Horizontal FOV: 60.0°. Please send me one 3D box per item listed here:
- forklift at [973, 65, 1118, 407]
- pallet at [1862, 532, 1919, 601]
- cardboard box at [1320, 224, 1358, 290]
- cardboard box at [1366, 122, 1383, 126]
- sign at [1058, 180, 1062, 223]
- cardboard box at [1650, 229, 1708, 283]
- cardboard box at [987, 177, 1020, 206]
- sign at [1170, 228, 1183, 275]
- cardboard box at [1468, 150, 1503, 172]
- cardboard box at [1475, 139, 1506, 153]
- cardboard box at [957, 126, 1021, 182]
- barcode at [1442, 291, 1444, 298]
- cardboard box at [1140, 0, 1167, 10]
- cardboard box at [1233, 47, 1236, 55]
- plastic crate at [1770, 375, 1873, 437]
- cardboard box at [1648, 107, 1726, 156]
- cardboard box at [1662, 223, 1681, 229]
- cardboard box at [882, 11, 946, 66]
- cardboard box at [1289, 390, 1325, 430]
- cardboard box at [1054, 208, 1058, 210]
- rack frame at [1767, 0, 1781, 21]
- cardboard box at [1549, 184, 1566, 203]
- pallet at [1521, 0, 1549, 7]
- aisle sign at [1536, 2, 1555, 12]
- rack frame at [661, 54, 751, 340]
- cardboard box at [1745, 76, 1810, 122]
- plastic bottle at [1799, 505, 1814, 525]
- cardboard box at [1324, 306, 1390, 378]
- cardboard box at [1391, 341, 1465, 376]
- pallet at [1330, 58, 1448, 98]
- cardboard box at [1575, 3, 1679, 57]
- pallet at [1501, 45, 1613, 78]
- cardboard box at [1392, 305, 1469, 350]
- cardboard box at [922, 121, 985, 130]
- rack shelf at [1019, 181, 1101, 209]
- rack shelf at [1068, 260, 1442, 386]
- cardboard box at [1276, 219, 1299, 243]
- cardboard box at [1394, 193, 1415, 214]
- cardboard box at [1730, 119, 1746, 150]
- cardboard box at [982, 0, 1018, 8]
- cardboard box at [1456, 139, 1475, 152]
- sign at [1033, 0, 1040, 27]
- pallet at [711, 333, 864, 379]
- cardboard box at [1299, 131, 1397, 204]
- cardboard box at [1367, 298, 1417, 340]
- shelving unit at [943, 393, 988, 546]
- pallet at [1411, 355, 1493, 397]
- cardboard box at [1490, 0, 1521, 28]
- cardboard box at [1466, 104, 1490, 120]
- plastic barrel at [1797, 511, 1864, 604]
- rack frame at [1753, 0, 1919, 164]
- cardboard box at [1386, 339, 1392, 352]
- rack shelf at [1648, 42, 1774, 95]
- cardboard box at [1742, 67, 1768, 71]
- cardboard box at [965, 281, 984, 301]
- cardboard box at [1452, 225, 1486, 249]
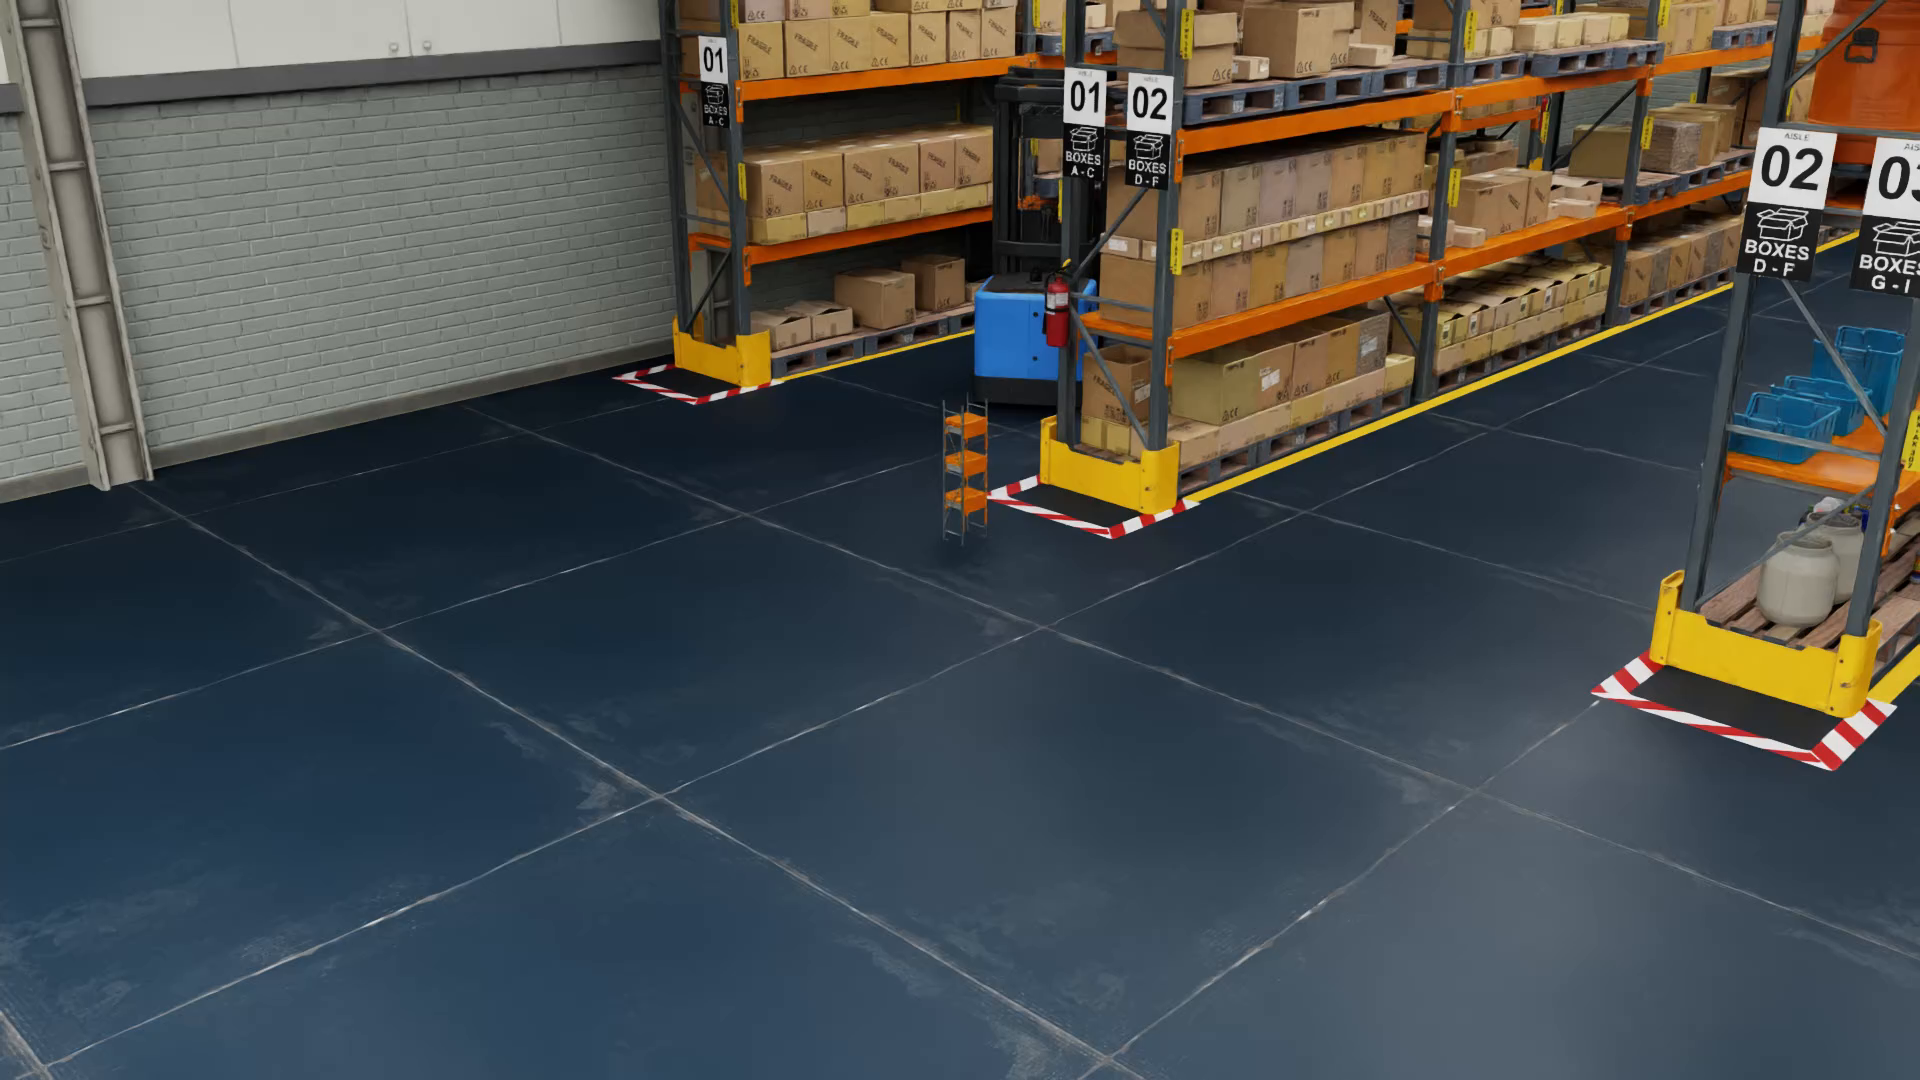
[{"bbox_3d":[0.897,-3.061,15.953,1.130,2.935,3.031,4,21,10],"label":"forklift"},{"bbox_3d":[6.154,0.213,11.225,1.003,0.211,1.213,19,28,41],"label":"pallet"},{"bbox_3d":[2.936,-2.472,14.186,0.500,0.500,0.700,-20,28,-41],"label":"cardboard box"},{"bbox_3d":[5.496,-5.981,22.873,0.500,0.500,0.500,20,28,41],"label":"cardboard box"},{"bbox_3d":[0.788,-2.568,12.632,0.100,0.325,0.005,19,28,41],"label":"sign"},{"bbox_3d":[8.345,-3.318,19.396,0.500,0.500,0.500,18,27,39],"label":"cardboard box"},{"bbox_3d":[0.292,-3.787,17.927,0.500,0.250,0.500,19,28,41],"label":"cardboard box"},{"bbox_3d":[1.560,-2.079,11.985,0.100,0.325,0.005,19,28,41],"label":"sign"},{"bbox_3d":[8.011,-5.825,25.948,0.700,0.500,0.500,19,28,40],"label":"cardboard box"},{"bbox_3d":[8.223,-6.112,25.791,0.250,0.149,0.380,-19,28,-41],"label":"cardboard box"},{"bbox_3d":[0.297,-4.135,17.789,0.500,0.500,0.500,19,28,41],"label":"cardboard box"},{"bbox_3d":[4.434,-2.254,15.291,0.001,0.075,0.075,19,28,41],"label":"barcode"},{"bbox_3d":[2.225,-6.221,19.726,0.637,0.503,0.797,-15,26,-35],"label":"cardboard box"},{"bbox_3d":[1.781,-3.731,12.850,0.500,0.250,0.500,19,28,41],"label":"cardboard box"},{"bbox_3d":[5.305,-0.837,10.278,0.499,0.251,0.408,19,28,41],"label":"plastic crate"},{"bbox_3d":[8.613,-4.847,19.779,0.500,0.500,0.700,-15,26,-34],"label":"cardboard box"},{"bbox_3d":[8.308,-3.571,20.056,0.500,0.500,0.500,20,29,41],"label":"cardboard box"},{"bbox_3d":[-0.491,-5.031,16.634,0.500,0.500,0.500,18,27,39],"label":"cardboard box"},{"bbox_3d":[2.748,-1.158,14.153,0.500,0.250,0.500,19,28,41],"label":"cardboard box"},{"bbox_3d":[1.212,-3.741,19.453,0.500,0.250,0.500,19,28,40],"label":"cardboard box"},{"bbox_3d":[9.538,-7.663,19.469,1.000,3.000,0.127,19,28,41],"label":"rack frame"},{"bbox_3d":[5.985,-3.611,17.414,0.500,0.311,0.500,19,28,40],"label":"cardboard box"},{"bbox_3d":[8.267,-8.295,25.418,1.003,0.211,1.213,19,28,41],"label":"pallet"},{"bbox_3d":[9.042,-8.287,25.830,0.394,0.787,0.004,19,28,41],"label":"aisle sign"},{"bbox_3d":[-2.385,-3.017,15.743,1.000,3.000,0.127,19,28,41],"label":"rack frame"},{"bbox_3d":[10.068,-5.427,20.479,0.500,0.500,0.500,-19,28,-41],"label":"cardboard box"},{"bbox_3d":[5.749,-0.091,11.304,0.133,0.283,0.061,-19,28,-41],"label":"plastic bottle"},{"bbox_3d":[3.433,-1.769,14.699,0.500,0.500,0.500,19,28,41],"label":"cardboard box"},{"bbox_3d":[4.416,-1.760,15.721,0.500,0.250,0.500,18,28,39],"label":"cardboard box"},{"bbox_3d":[3.381,-3.939,14.085,1.003,0.211,1.213,19,28,41],"label":"pallet"},{"bbox_3d":[7.028,-5.402,17.627,0.910,0.500,0.500,19,28,41],"label":"cardboard box"},{"bbox_3d":[5.560,-4.661,16.104,1.213,0.211,1.003,-19,28,-40],"label":"pallet"},{"bbox_3d":[4.424,-2.024,15.626,0.500,0.311,0.500,19,28,41],"label":"cardboard box"},{"bbox_3d":[-0.072,-4.266,18.128,0.500,0.500,0.500,18,28,39],"label":"cardboard box"},{"bbox_3d":[1.801,-4.223,19.884,1.077,0.370,4.000,19,28,41],"label":"rack shelf"},{"bbox_3d":[2.562,-1.956,13.986,1.077,0.370,4.000,19,28,41],"label":"rack shelf"},{"bbox_3d":[2.492,-2.506,13.370,0.380,0.149,0.250,19,28,40],"label":"cardboard box"},{"bbox_3d":[3.747,-2.969,14.575,0.380,0.149,0.250,19,28,40],"label":"cardboard box"},{"bbox_3d":[9.703,-5.102,21.028,0.500,0.500,0.500,-20,28,-41],"label":"cardboard box"},{"bbox_3d":[0.250,-5.771,17.167,0.500,0.500,0.500,16,26,36],"label":"cardboard box"},{"bbox_3d":[7.776,-6.144,25.874,0.380,0.149,0.250,20,28,41],"label":"cardboard box"},{"bbox_3d":[0.800,-5.553,17.439,0.100,0.325,0.005,19,28,41],"label":"sign"},{"bbox_3d":[-1.740,-1.935,16.814,1.003,0.211,1.213,19,28,41],"label":"pallet"},{"bbox_3d":[3.301,-3.213,14.304,0.700,0.500,0.500,19,28,41],"label":"cardboard box"},{"bbox_3d":[4.034,-2.156,15.969,0.500,0.311,0.500,19,28,41],"label":"cardboard box"},{"bbox_3d":[0.037,-0.504,11.922,0.215,1.050,0.252,19,28,41],"label":"shelving unit"},{"bbox_3d":[4.443,-1.704,16.213,1.003,0.211,1.213,19,28,41],"label":"pallet"},{"bbox_3d":[4.796,-4.983,15.256,0.500,0.500,0.500,-17,27,-37],"label":"cardboard box"},{"bbox_3d":[7.390,-6.753,25.044,0.980,0.700,0.700,18,27,38],"label":"cardboard box"},{"bbox_3d":[5.467,0.111,10.488,0.421,0.512,0.421,0,21,0],"label":"plastic barrel"},{"bbox_3d":[4.713,-3.338,8.215,1.000,3.000,0.127,19,28,41],"label":"rack frame"},{"bbox_3d":[4.039,-1.898,16.079,0.500,0.250,0.500,19,28,40],"label":"cardboard box"},{"bbox_3d":[8.143,-5.413,18.798,1.077,0.370,4.000,19,28,41],"label":"rack shelf"},{"bbox_3d":[10.412,-5.833,21.536,0.500,0.500,0.500,20,28,41],"label":"cardboard box"},{"bbox_3d":[0.054,-2.783,18.470,0.380,0.166,0.250,15,26,34],"label":"cardboard box"},{"bbox_3d":[4.722,-2.866,15.699,0.380,0.149,0.250,19,28,41],"label":"cardboard box"}]
